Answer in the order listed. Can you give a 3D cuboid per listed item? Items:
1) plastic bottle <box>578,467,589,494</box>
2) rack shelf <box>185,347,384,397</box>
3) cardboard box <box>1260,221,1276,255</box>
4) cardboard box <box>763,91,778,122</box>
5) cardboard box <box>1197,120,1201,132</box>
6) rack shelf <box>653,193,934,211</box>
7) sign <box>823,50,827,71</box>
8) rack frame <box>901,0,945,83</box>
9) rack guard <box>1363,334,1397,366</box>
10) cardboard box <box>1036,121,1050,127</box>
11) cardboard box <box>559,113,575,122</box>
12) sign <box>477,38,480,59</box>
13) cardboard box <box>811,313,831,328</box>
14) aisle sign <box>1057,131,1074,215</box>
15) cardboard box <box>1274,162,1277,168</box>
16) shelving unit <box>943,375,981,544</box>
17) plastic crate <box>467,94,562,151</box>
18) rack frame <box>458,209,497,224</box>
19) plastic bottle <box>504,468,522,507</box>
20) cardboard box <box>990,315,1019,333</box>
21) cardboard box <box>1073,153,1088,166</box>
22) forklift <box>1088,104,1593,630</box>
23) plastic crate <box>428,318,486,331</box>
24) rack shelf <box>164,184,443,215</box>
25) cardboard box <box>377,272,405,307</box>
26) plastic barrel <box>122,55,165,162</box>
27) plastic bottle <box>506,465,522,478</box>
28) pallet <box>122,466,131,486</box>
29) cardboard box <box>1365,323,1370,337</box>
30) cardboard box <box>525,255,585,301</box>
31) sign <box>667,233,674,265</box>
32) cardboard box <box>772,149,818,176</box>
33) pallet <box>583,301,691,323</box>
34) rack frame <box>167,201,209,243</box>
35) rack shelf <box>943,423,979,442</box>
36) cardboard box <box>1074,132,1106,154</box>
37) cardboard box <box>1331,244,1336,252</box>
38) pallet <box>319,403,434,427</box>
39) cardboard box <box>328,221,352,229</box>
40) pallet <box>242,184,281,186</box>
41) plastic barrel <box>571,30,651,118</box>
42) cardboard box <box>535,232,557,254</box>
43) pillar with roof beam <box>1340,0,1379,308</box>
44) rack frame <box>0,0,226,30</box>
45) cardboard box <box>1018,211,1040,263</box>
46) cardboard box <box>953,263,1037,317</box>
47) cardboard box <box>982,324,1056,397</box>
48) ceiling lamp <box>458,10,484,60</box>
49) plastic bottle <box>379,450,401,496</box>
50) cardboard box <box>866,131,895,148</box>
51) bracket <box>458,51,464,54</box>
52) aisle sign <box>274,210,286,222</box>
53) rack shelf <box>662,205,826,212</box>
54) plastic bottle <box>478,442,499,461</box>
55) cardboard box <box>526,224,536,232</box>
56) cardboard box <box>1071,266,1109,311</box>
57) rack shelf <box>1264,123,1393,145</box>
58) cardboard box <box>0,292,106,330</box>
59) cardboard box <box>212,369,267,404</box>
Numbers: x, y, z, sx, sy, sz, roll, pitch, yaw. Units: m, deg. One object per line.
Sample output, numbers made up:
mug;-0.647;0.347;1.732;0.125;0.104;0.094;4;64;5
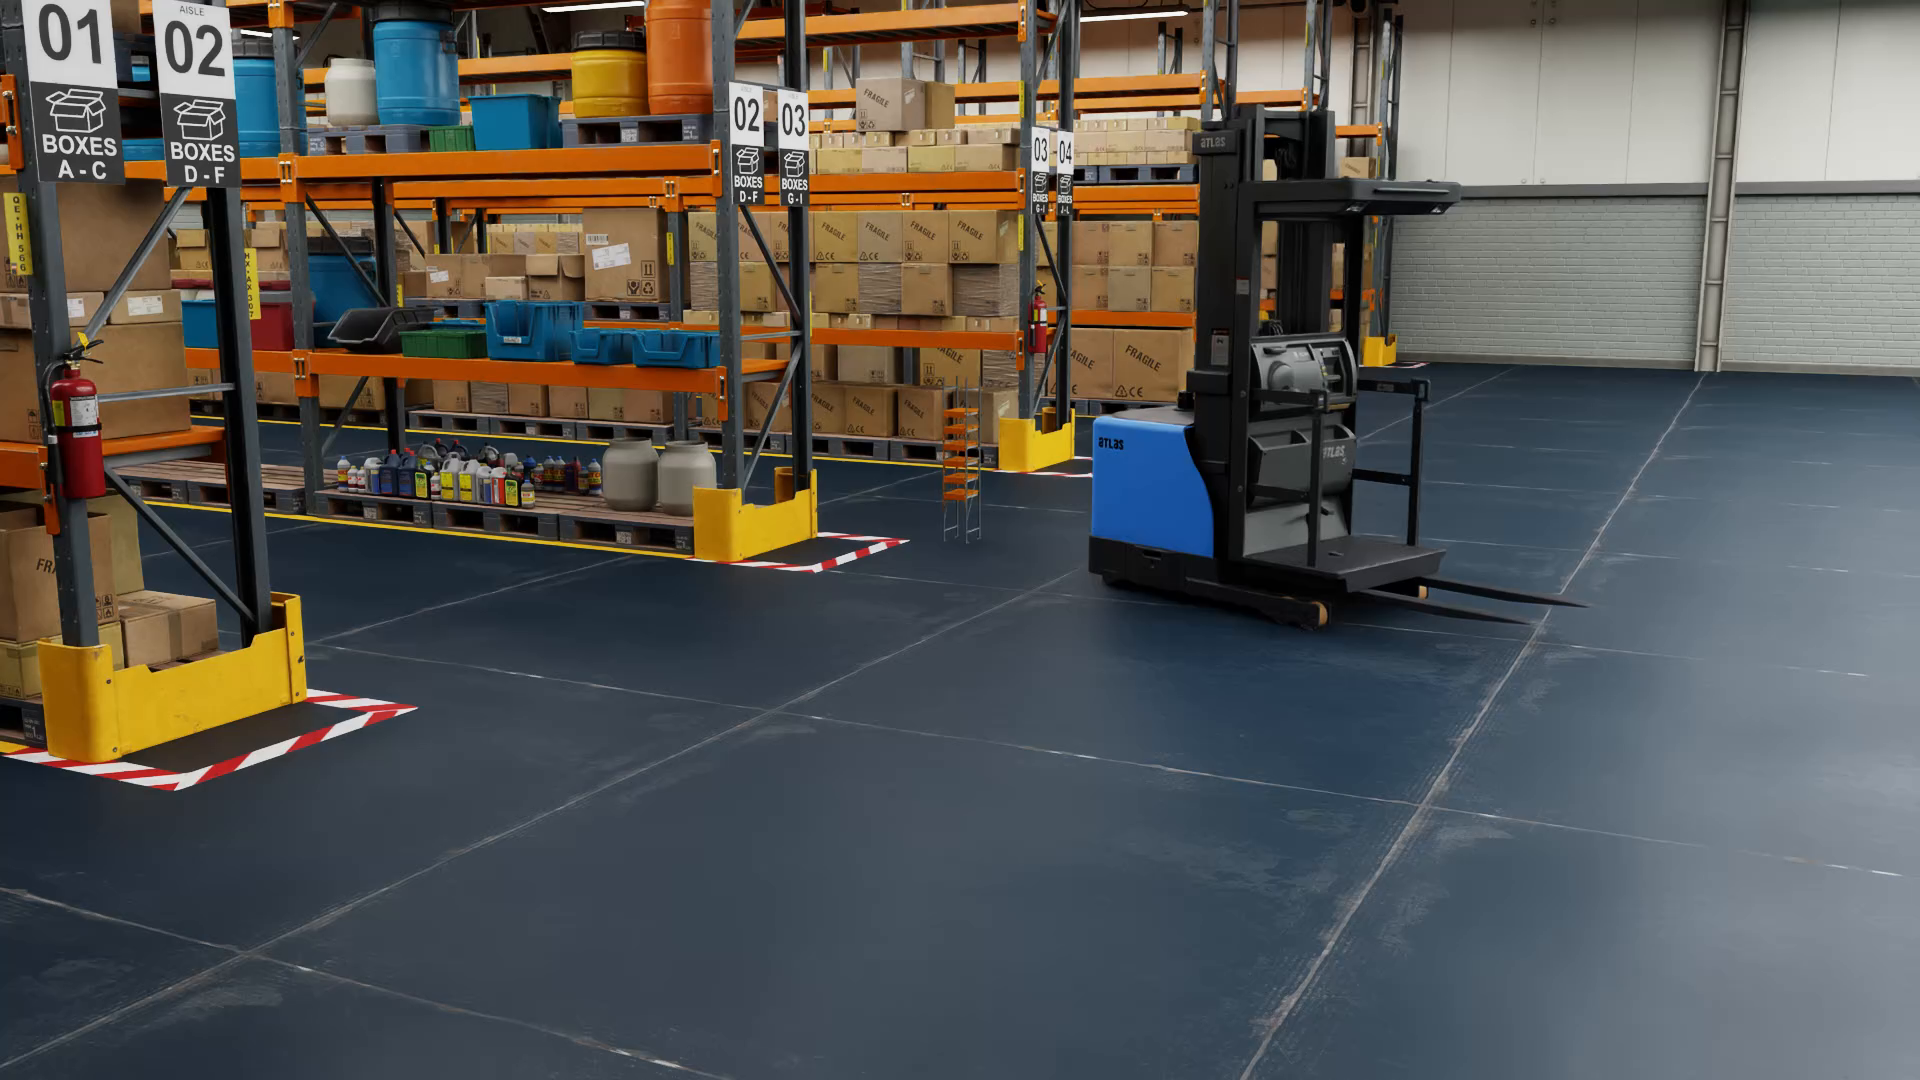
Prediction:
plastic bottle;-2.943;-0.469;13.020;0.097;0.201;0.097;0;10;0
rack shelf;-6.743;-1.547;14.377;4.000;0.370;1.077;5;11;26
cardboard box;4.660;-4.495;24.722;0.500;0.500;0.700;5;11;24
cardboard box;-2.241;-4.458;17.495;0.500;0.500;0.500;5;11;24
cardboard box;2.957;-5.081;20.468;0.250;0.149;0.380;5;11;26
rack shelf;-2.266;-4.599;22.813;4.000;0.370;1.077;5;11;26
sign;-2.202;-7.833;27.176;0.005;0.325;0.100;5;11;26
rack frame;-0.472;-6.271;21.611;0.127;3.000;1.000;5;11;26
rack guard;7.429;-3.363;29.410;0.348;0.500;1.175;5;11;26
cardboard box;1.068;-5.117;20.663;0.250;0.149;0.380;5;11;26
cardboard box;-3.980;-4.395;18.200;0.637;0.503;0.797;6;12;28
sign;-7.406;-7.528;25.489;0.005;0.325;0.100;5;11;26
cardboard box;-1.347;-2.230;16.835;0.250;0.149;0.380;5;11;26
aisle sign;1.018;-3.542;16.077;0.004;0.787;0.394;5;11;26
cardboard box;4.781;-5.527;24.387;0.250;0.149;0.380;5;11;26
shelving unit;0.013;-0.589;12.117;0.189;1.200;0.258;5;11;26
plastic crate;-3.205;-2.999;11.999;0.575;0.384;0.392;5;11;26
rack frame;-9.134;-5.063;31.783;0.127;3.000;1.000;5;11;26
plastic bottle;-3.316;-0.389;12.351;0.133;0.283;0.061;5;12;27
cardboard box;0.483;-2.085;16.035;0.250;0.149;0.380;5;11;26
cardboard box;1.528;-4.684;20.512;0.250;0.149;0.380;5;11;26
forklift;2.183;-1.032;9.705;1.130;2.935;3.031;-9;14;-41
plastic crate;-3.836;-1.627;13.213;0.616;0.251;0.499;5;11;26
rack shelf;-8.138;-4.130;20.222;4.000;0.370;1.077;5;11;26
cardboard box;-6.897;-2.898;19.542;0.500;0.500;0.500;5;12;28
plastic barrel;-6.674;-3.575;13.730;0.708;0.901;0.600;5;11;26
plastic bottle;-3.370;-0.424;12.544;0.133;0.283;0.061;5;11;26
pallet;-7.859;-0.619;15.060;1.213;0.211;1.003;5;11;26
cardboard box;7.078;-3.765;29.749;0.500;0.250;0.500;5;12;27
cardboard box;-4.353;-2.914;18.439;0.637;0.503;0.797;6;12;32
sign;-3.000;-3.016;17.218;0.005;0.325;0.100;5;11;26
cardboard box;-1.550;-3.779;16.685;0.500;0.250;0.500;5;11;24
pallet;-3.378;-2.524;18.291;1.213;0.211;1.003;5;11;26
rack frame;-9.932;-3.165;21.296;0.127;3.000;1.000;5;11;26
rack shelf;0.013;-0.782;12.082;0.180;0.103;0.258;5;11;26
cardboard box;1.654;-4.881;20.482;0.500;0.250;0.500;5;11;25
cardboard box;6.511;-5.135;29.245;0.250;0.149;0.380;5;12;27
pallet;-7.018;-1.552;20.212;1.213;0.211;1.003;5;11;26
cardboard box;-9.578;-4.751;26.137;0.500;0.500;0.500;5;11;24
pallet;-7.950;-4.363;20.022;1.213;0.211;1.003;6;12;28
plastic barrel;-2.440;-3.273;11.763;0.600;0.588;0.600;0;10;0
cardboard box;-7.450;-5.403;30.572;0.500;0.500;0.500;5;11;26
pillar with roof beam;5.277;-7.059;25.963;0.548;9.000;9.100;5;11;26
rack frame;-3.557;-3.590;6.797;0.127;3.000;1.000;5;11;26
cardboard box;0.457;-2.994;16.427;0.500;0.500;0.500;5;11;26
cardboard box;0.349;-2.463;16.299;0.500;0.500;0.875;5;11;26
cardboard box;0.871;-2.349;21.573;0.875;0.875;0.875;5;11;26
ceiling lamp;-10.375;-11.520;34.223;0.800;3.185;2.000;5;11;26
plastic bottle;-4.409;-0.527;12.921;0.185;0.351;0.144;5;12;27
cardboard box;-0.721;-3.894;16.200;0.250;0.149;0.380;4;11;23
bracket;-11.615;-11.099;38.178;0.430;0.232;0.235;5;11;26
aisle sign;-11.166;-5.597;27.435;0.004;0.787;0.394;5;11;26
rack shelf;-3.753;-5.712;28.967;4.000;0.370;1.077;5;11;26
plastic bottle;-3.782;-0.611;13.389;0.185;0.351;0.144;5;11;25
cardboard box;-7.781;-5.747;30.650;0.250;0.149;0.380;5;11;26
cardboard box;1.813;-3.204;21.087;0.550;0.550;0.875;5;11;26
rack shelf;5.614;-7.154;29.634;4.000;0.370;1.077;5;11;26
cardboard box;-3.984;-1.006;7.263;0.250;0.149;0.380;5;11;25
cardboard box;-8.547;-2.209;20.798;0.875;0.875;1.225;5;11;24
